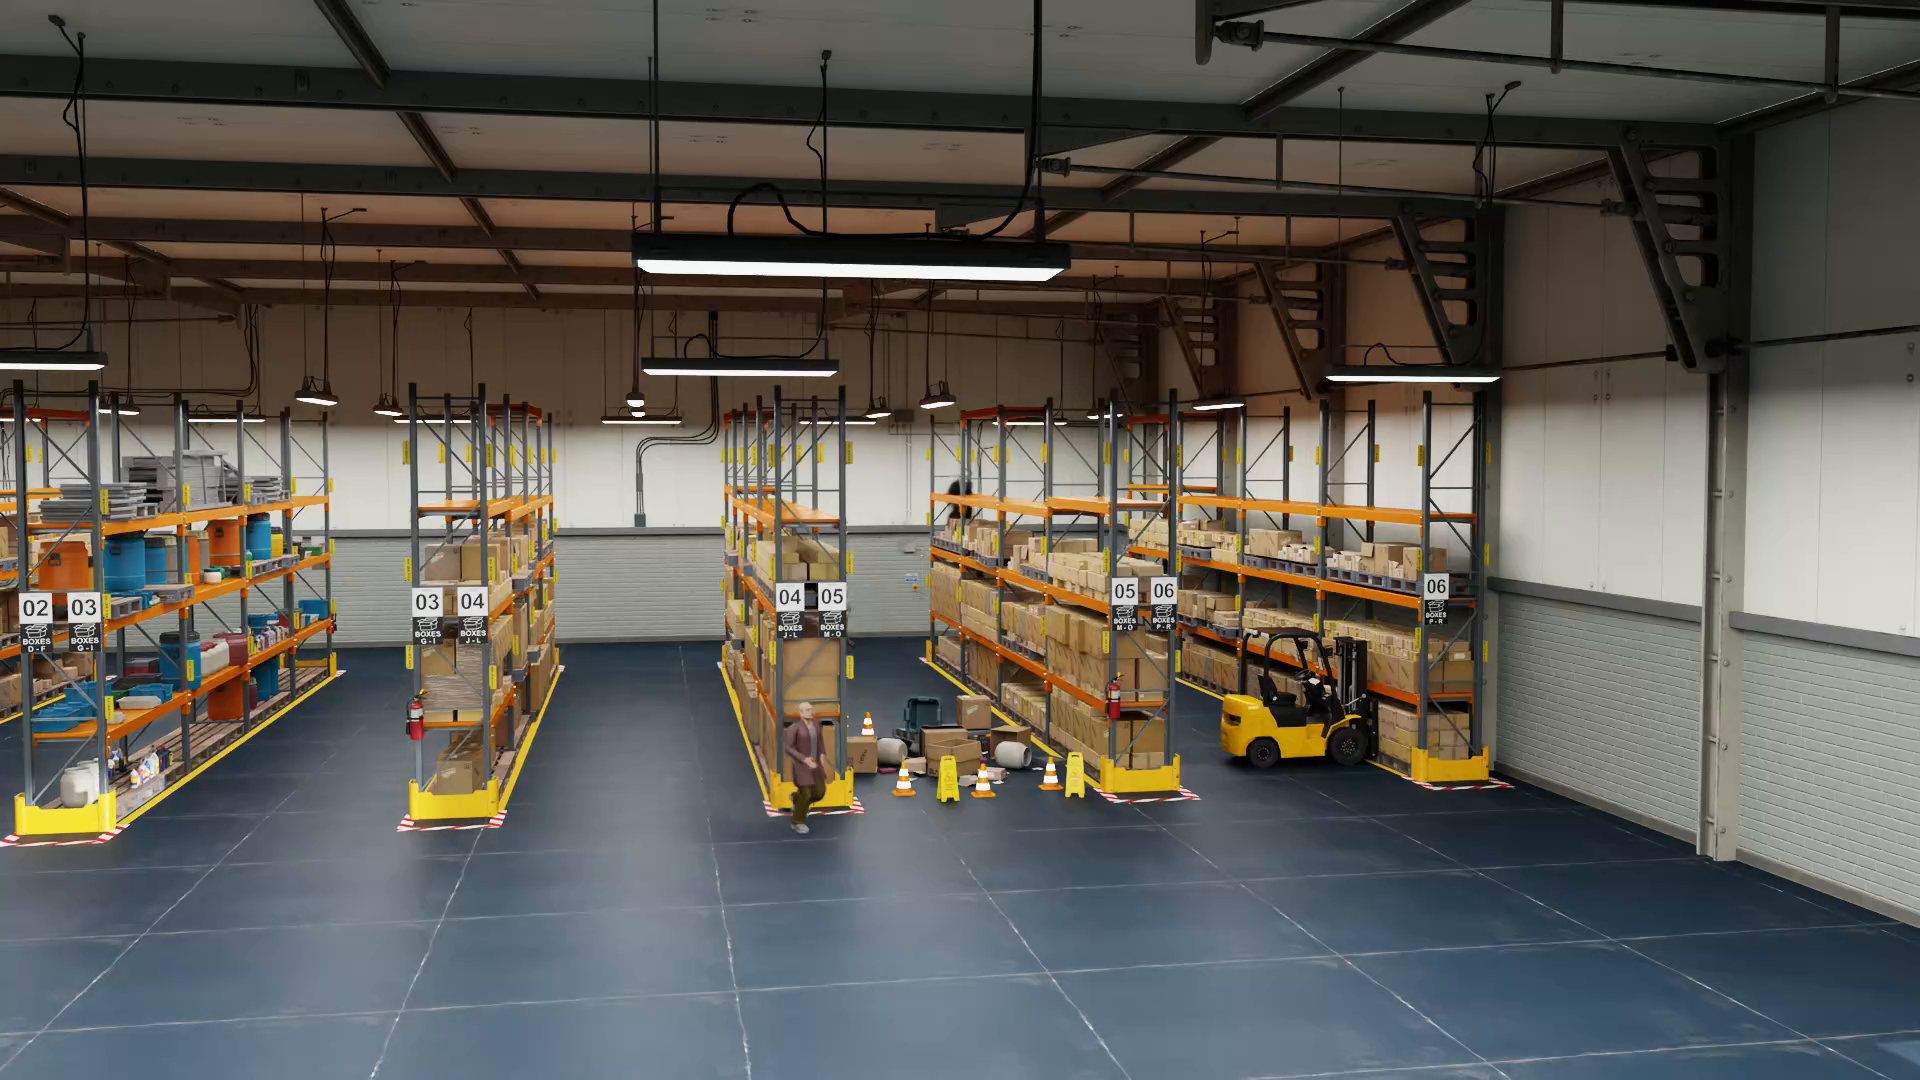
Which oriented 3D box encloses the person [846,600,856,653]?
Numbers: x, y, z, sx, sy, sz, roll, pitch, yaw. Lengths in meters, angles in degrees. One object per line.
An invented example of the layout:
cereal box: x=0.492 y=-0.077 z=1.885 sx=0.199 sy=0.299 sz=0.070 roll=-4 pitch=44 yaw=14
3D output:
person: x=-3.007 y=2.042 z=41.168 sx=0.955 sy=1.720 sz=0.660 roll=-1 pitch=3 yaw=-23

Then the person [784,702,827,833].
person: x=-2.017 y=3.020 z=22.130 sx=0.638 sy=1.742 sz=0.742 roll=3 pitch=4 yaw=44
